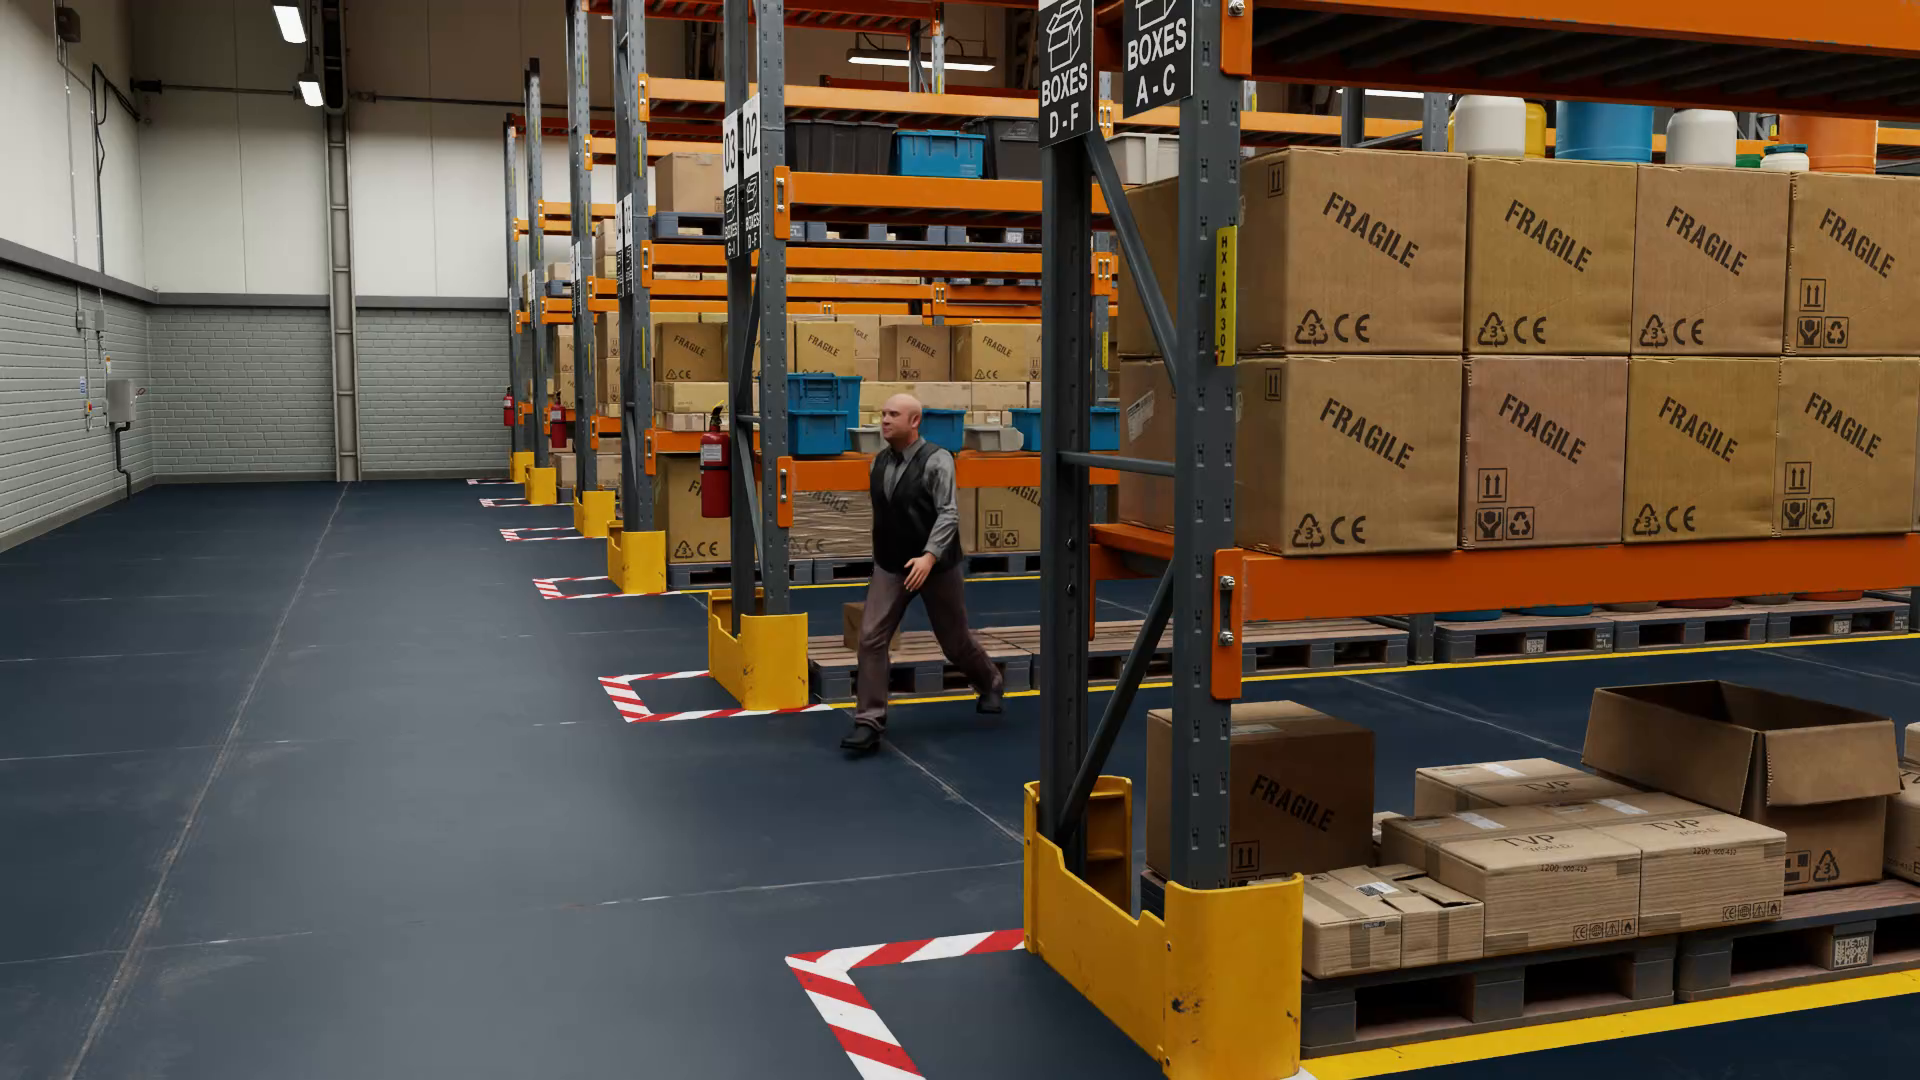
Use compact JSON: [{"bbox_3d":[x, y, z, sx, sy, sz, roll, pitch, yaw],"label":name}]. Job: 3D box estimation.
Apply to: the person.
[{"bbox_3d":[-0.186,0.130,7.950,0.597,1.649,1.117,4,7,34],"label":"person"}]
